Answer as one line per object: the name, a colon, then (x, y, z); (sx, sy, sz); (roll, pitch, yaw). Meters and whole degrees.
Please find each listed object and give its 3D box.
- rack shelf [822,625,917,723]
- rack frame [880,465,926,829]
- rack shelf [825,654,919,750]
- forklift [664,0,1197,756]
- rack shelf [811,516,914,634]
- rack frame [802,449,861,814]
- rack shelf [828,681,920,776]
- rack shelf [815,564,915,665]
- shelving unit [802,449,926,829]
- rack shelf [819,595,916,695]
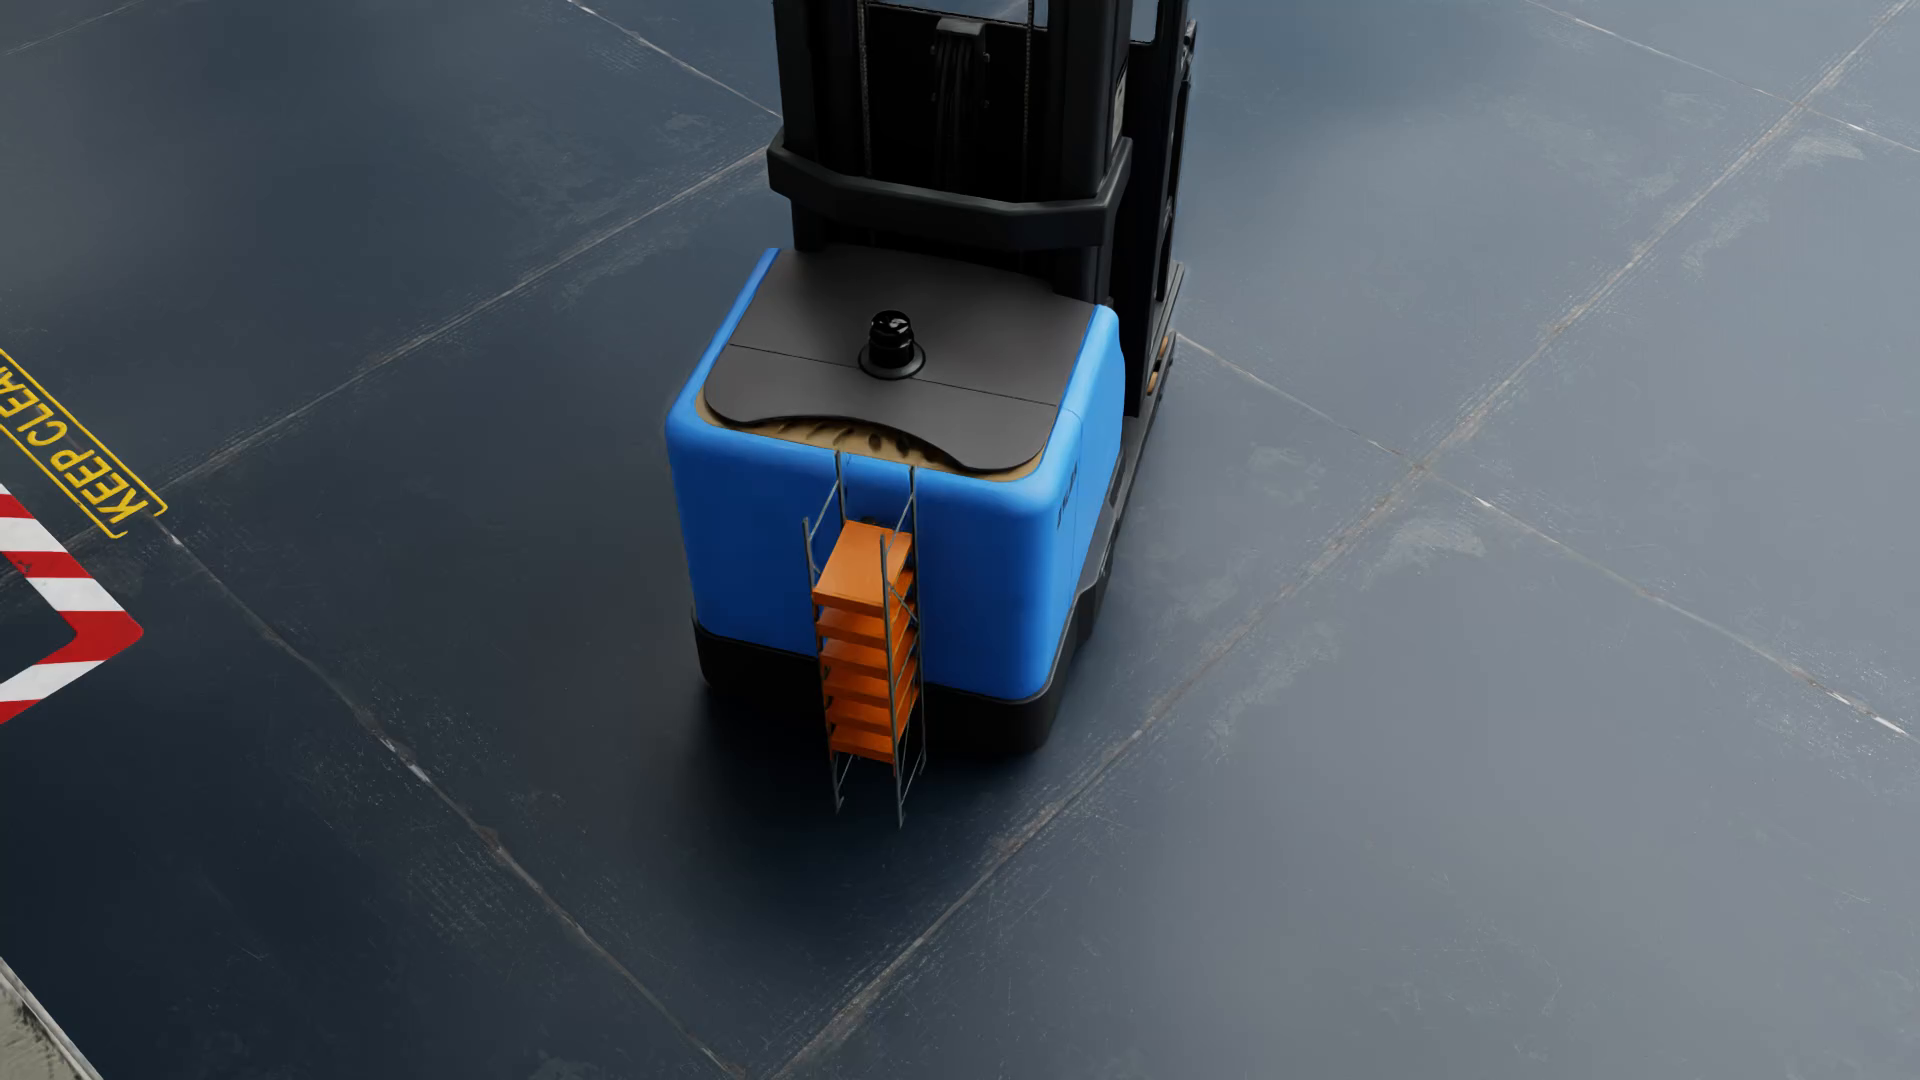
rack shelf: (-0.225, 0.324, 4.273); (0.180, 0.103, 0.258); (12, 49, 11)
rack frame: (-0.138, 0.313, 4.222); (0.006, 1.200, 0.240); (12, 49, 11)
rack shelf: (-0.224, 0.404, 4.362); (0.180, 0.103, 0.258); (12, 49, 11)
forklift: (0.129, -1.494, 4.735); (1.130, 2.935, 3.031); (12, 48, 11)
rack shelf: (-0.228, 0.083, 4.005); (0.180, 0.103, 0.258); (12, 49, 11)
rack frame: (-0.313, 0.275, 4.258); (0.006, 1.200, 0.240); (12, 49, 11)
rack shelf: (-0.223, 0.484, 4.452); (0.180, 0.103, 0.258); (12, 49, 11)
rack shelf: (-0.227, 0.163, 4.094); (0.180, 0.103, 0.258); (12, 49, 11)
shelving unit: (-0.225, 0.294, 4.240); (0.189, 1.200, 0.258); (12, 49, 11)
rack shelf: (-0.226, 0.243, 4.184); (0.180, 0.103, 0.258); (12, 49, 11)
